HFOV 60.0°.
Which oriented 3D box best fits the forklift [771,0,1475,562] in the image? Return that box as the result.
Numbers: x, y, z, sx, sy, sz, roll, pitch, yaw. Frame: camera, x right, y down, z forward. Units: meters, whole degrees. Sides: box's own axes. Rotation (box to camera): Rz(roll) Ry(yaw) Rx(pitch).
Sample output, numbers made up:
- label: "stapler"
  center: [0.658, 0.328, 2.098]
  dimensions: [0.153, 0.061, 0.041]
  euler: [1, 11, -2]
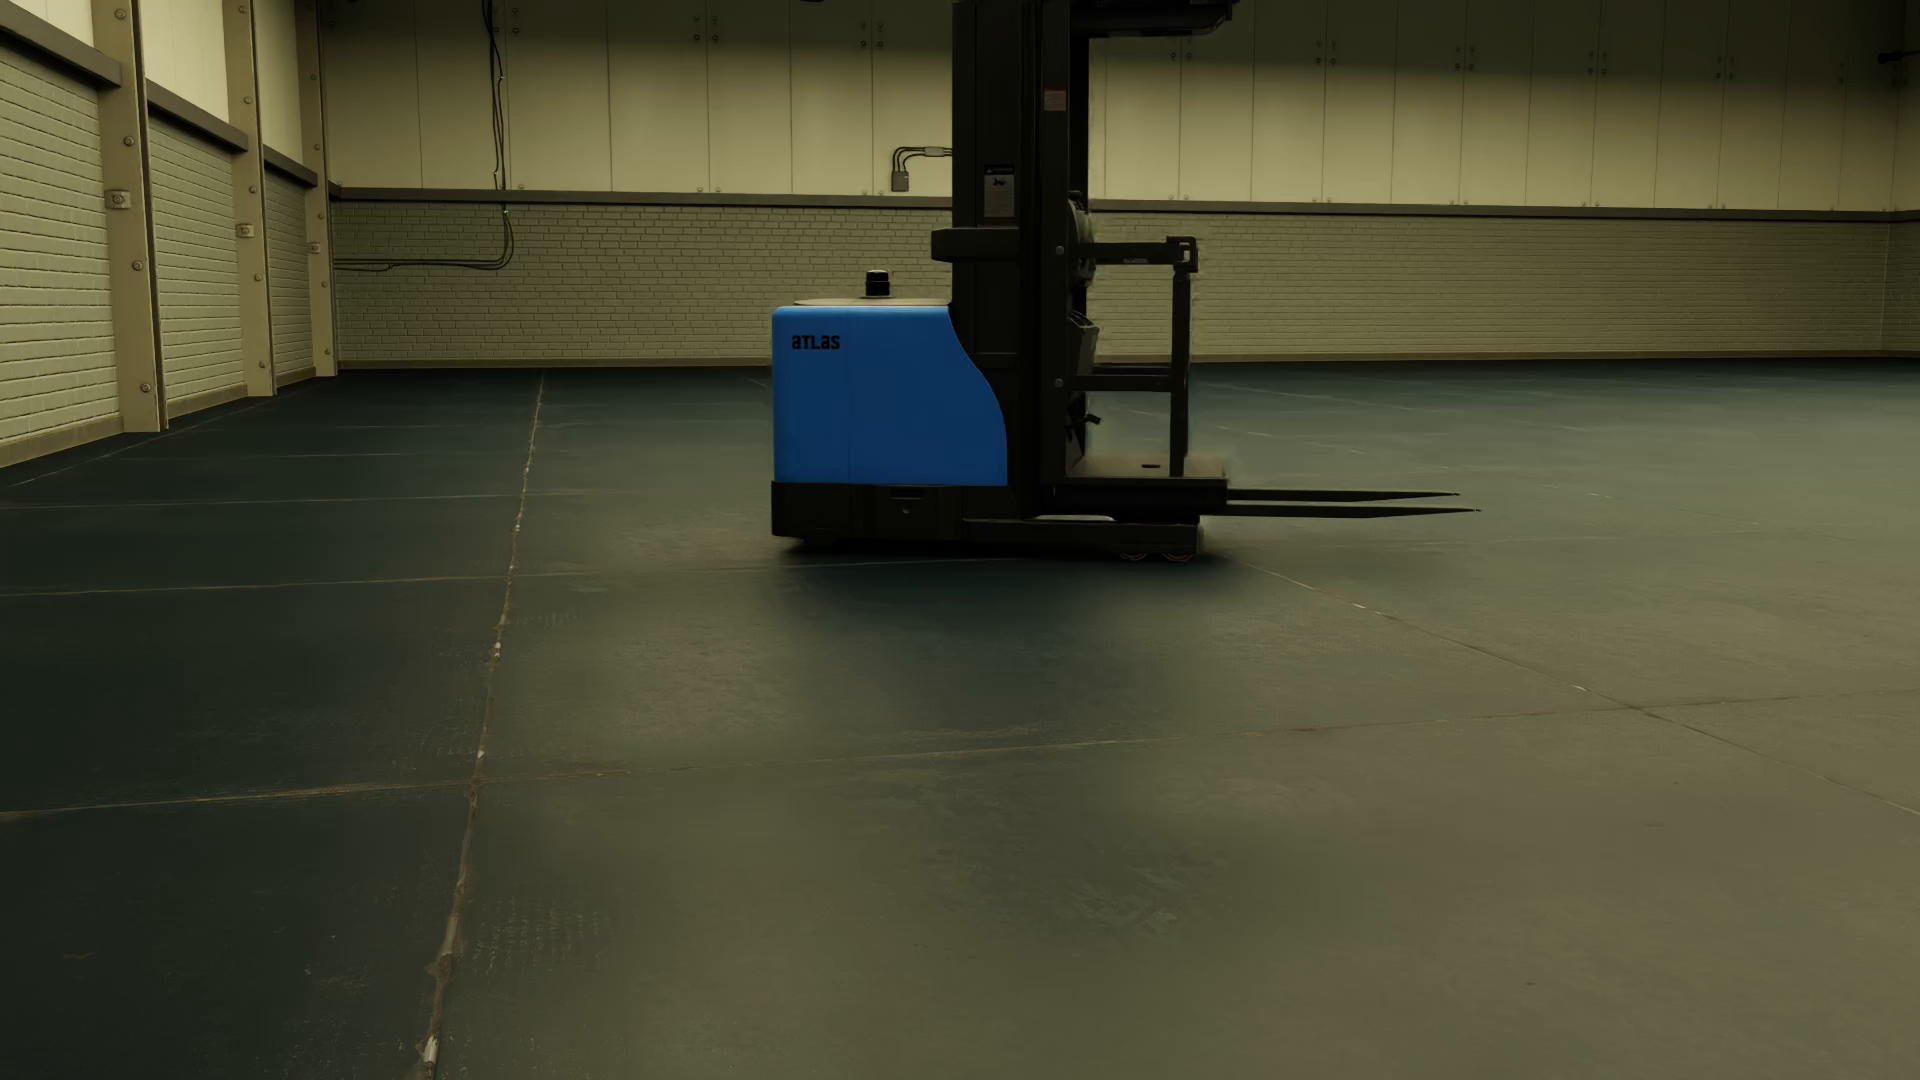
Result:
- label: "forklift"
  center: [0.727, -1.436, 7.394]
  dimensions: [3.031, 2.935, 1.130]
  euler: [1, 8, 9]
